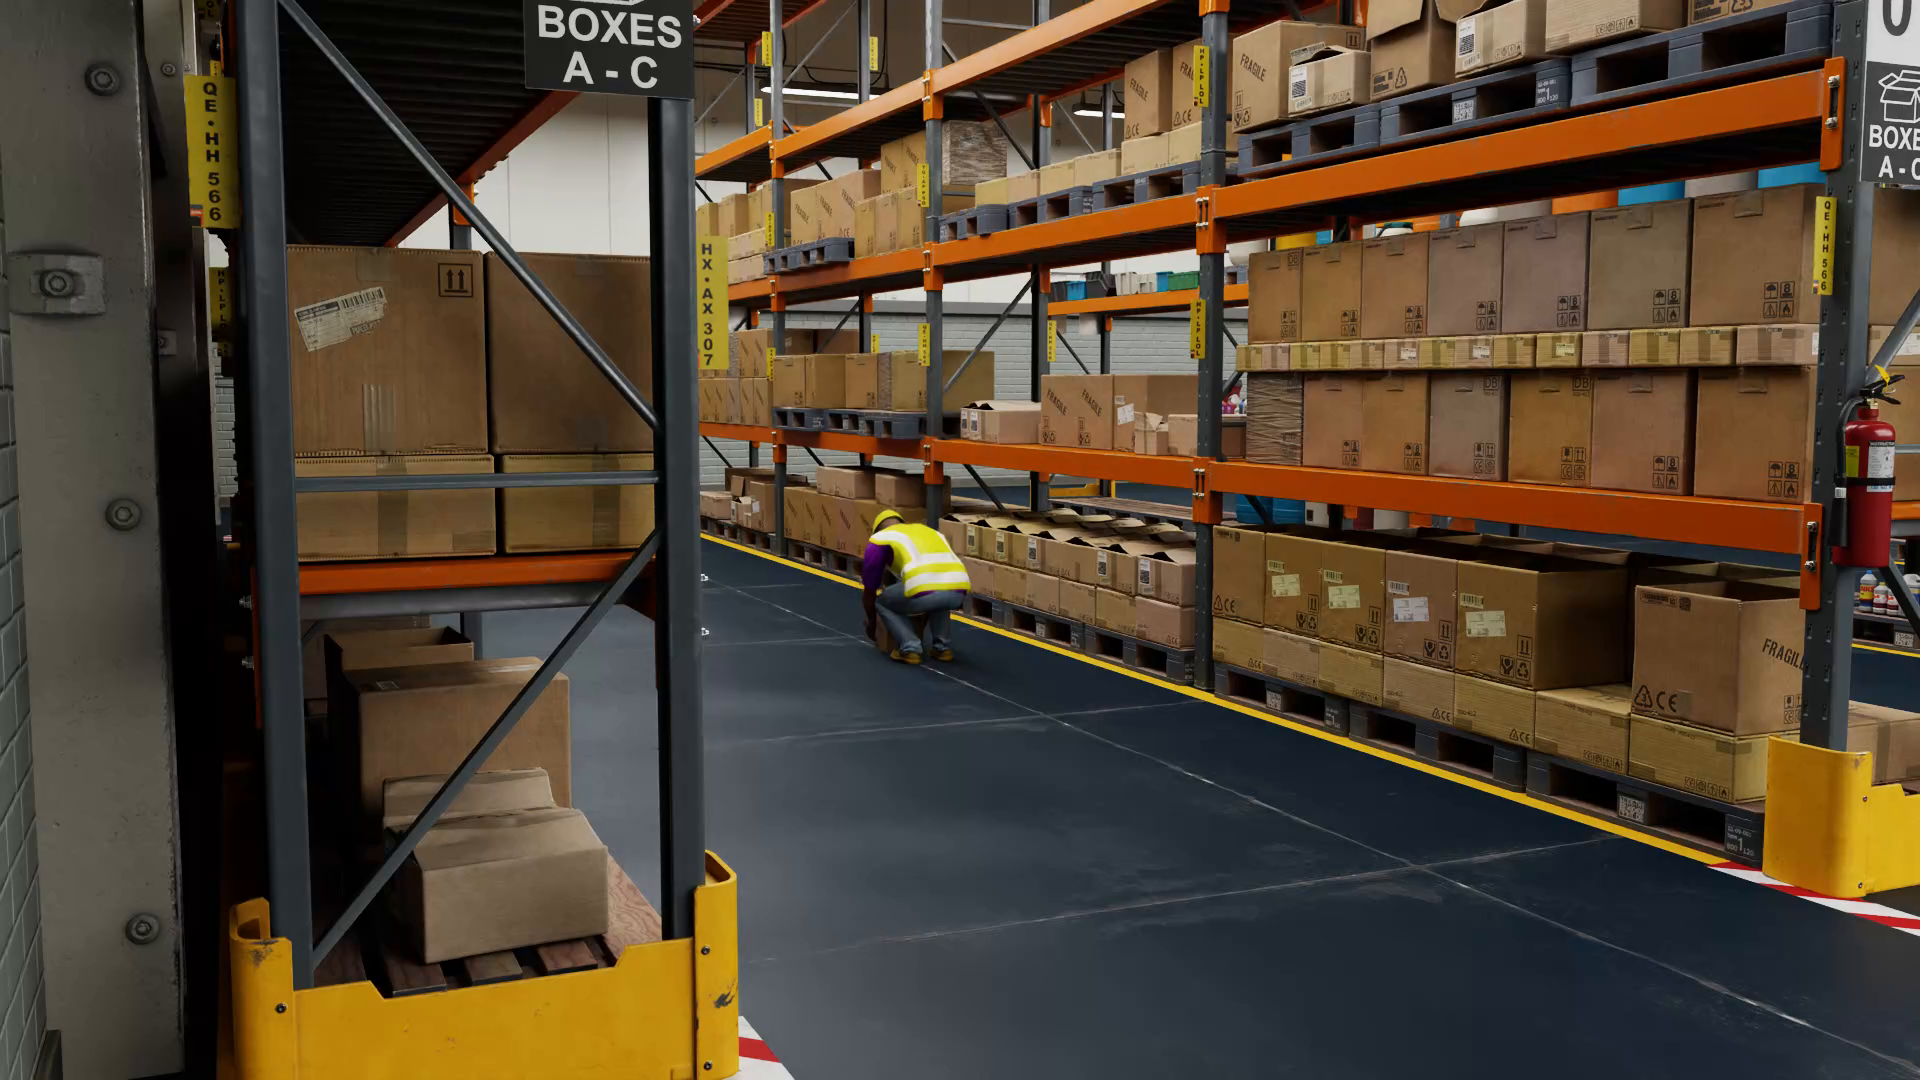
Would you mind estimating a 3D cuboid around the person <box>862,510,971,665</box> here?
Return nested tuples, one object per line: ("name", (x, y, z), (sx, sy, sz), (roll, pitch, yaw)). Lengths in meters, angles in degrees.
("person", (-0.307, 0.293, 10.552), (0.569, 0.926, 0.896), (-2, 6, -23))
